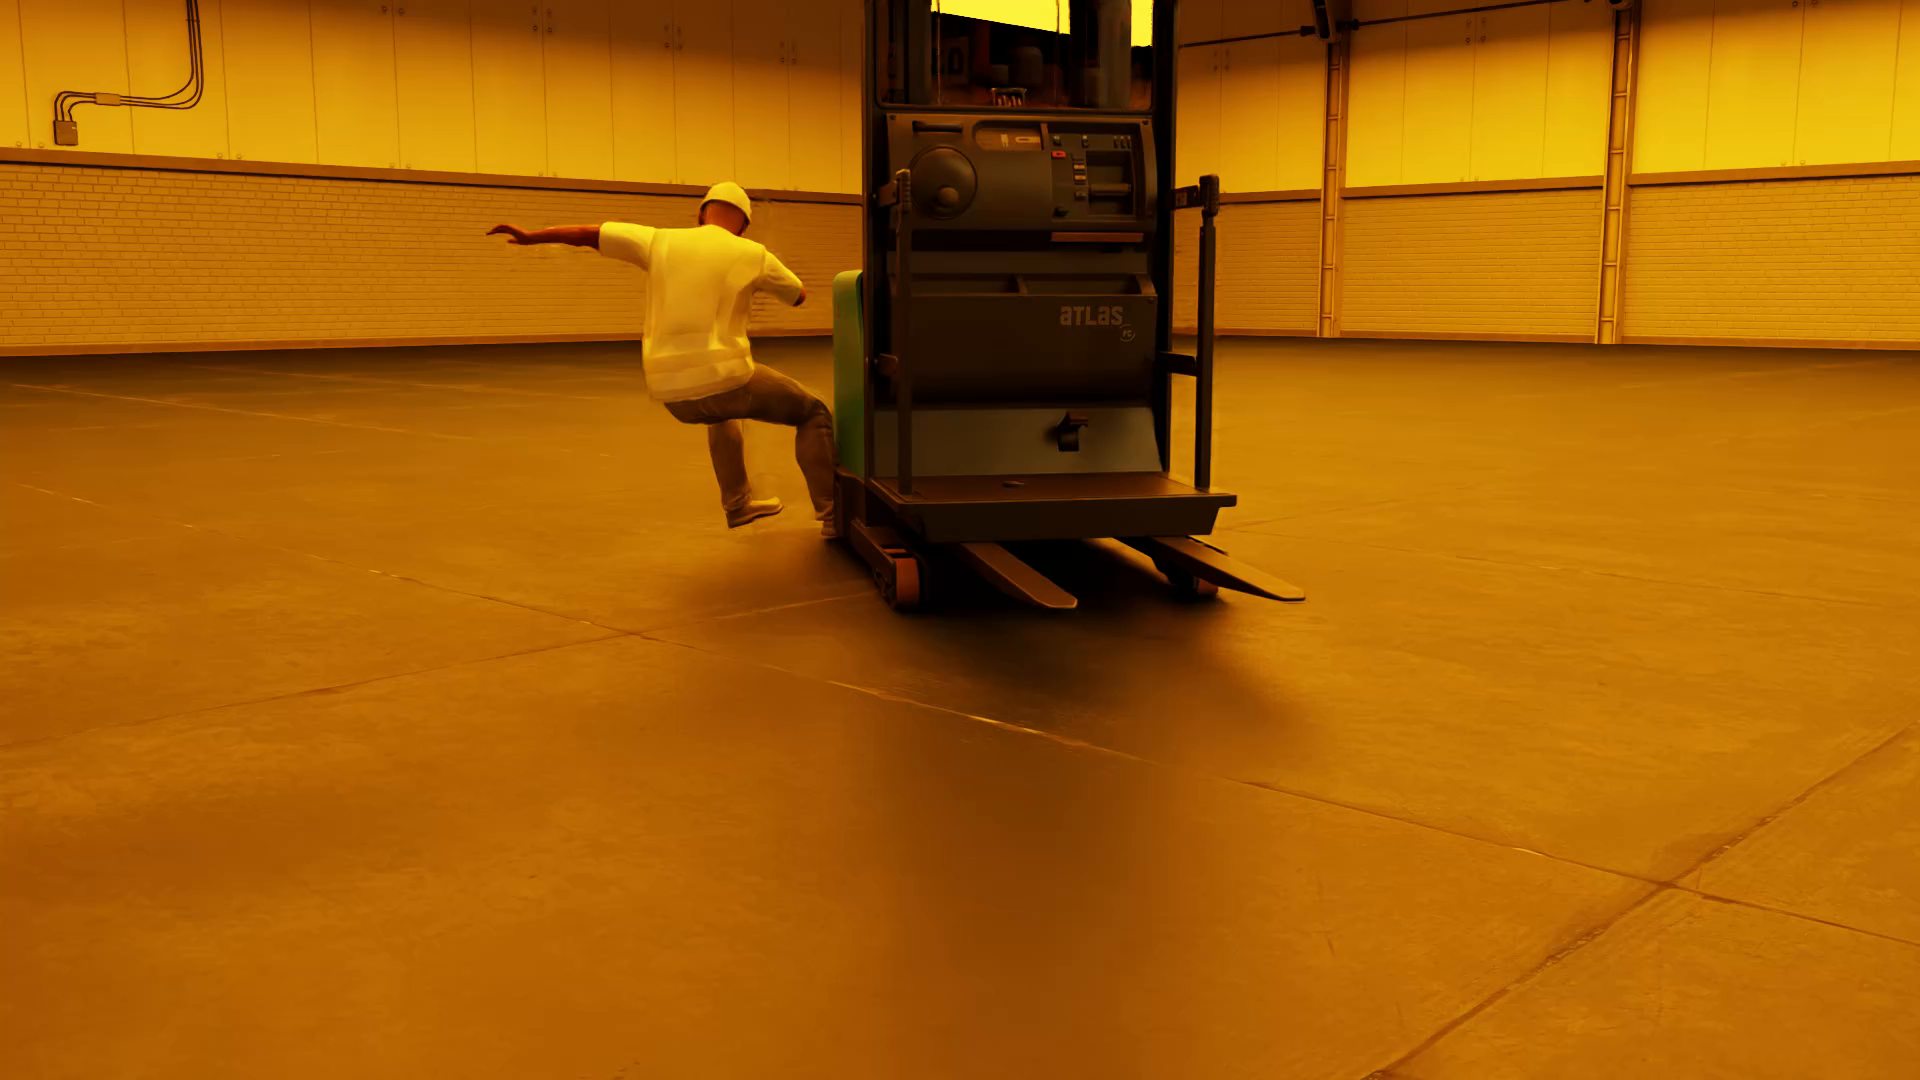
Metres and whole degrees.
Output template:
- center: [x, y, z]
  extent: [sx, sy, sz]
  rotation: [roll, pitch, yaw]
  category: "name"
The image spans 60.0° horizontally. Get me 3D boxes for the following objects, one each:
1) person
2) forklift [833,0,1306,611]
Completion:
- center: [-1.097, -0.707, 6.673]
  extent: [1.514, 1.439, 0.743]
  rotation: [1, 9, 10]
  category: "person"
- center: [0.257, -1.292, 5.451]
  extent: [1.130, 2.935, 3.031]
  rotation: [-2, 9, -11]
  category: "forklift"
